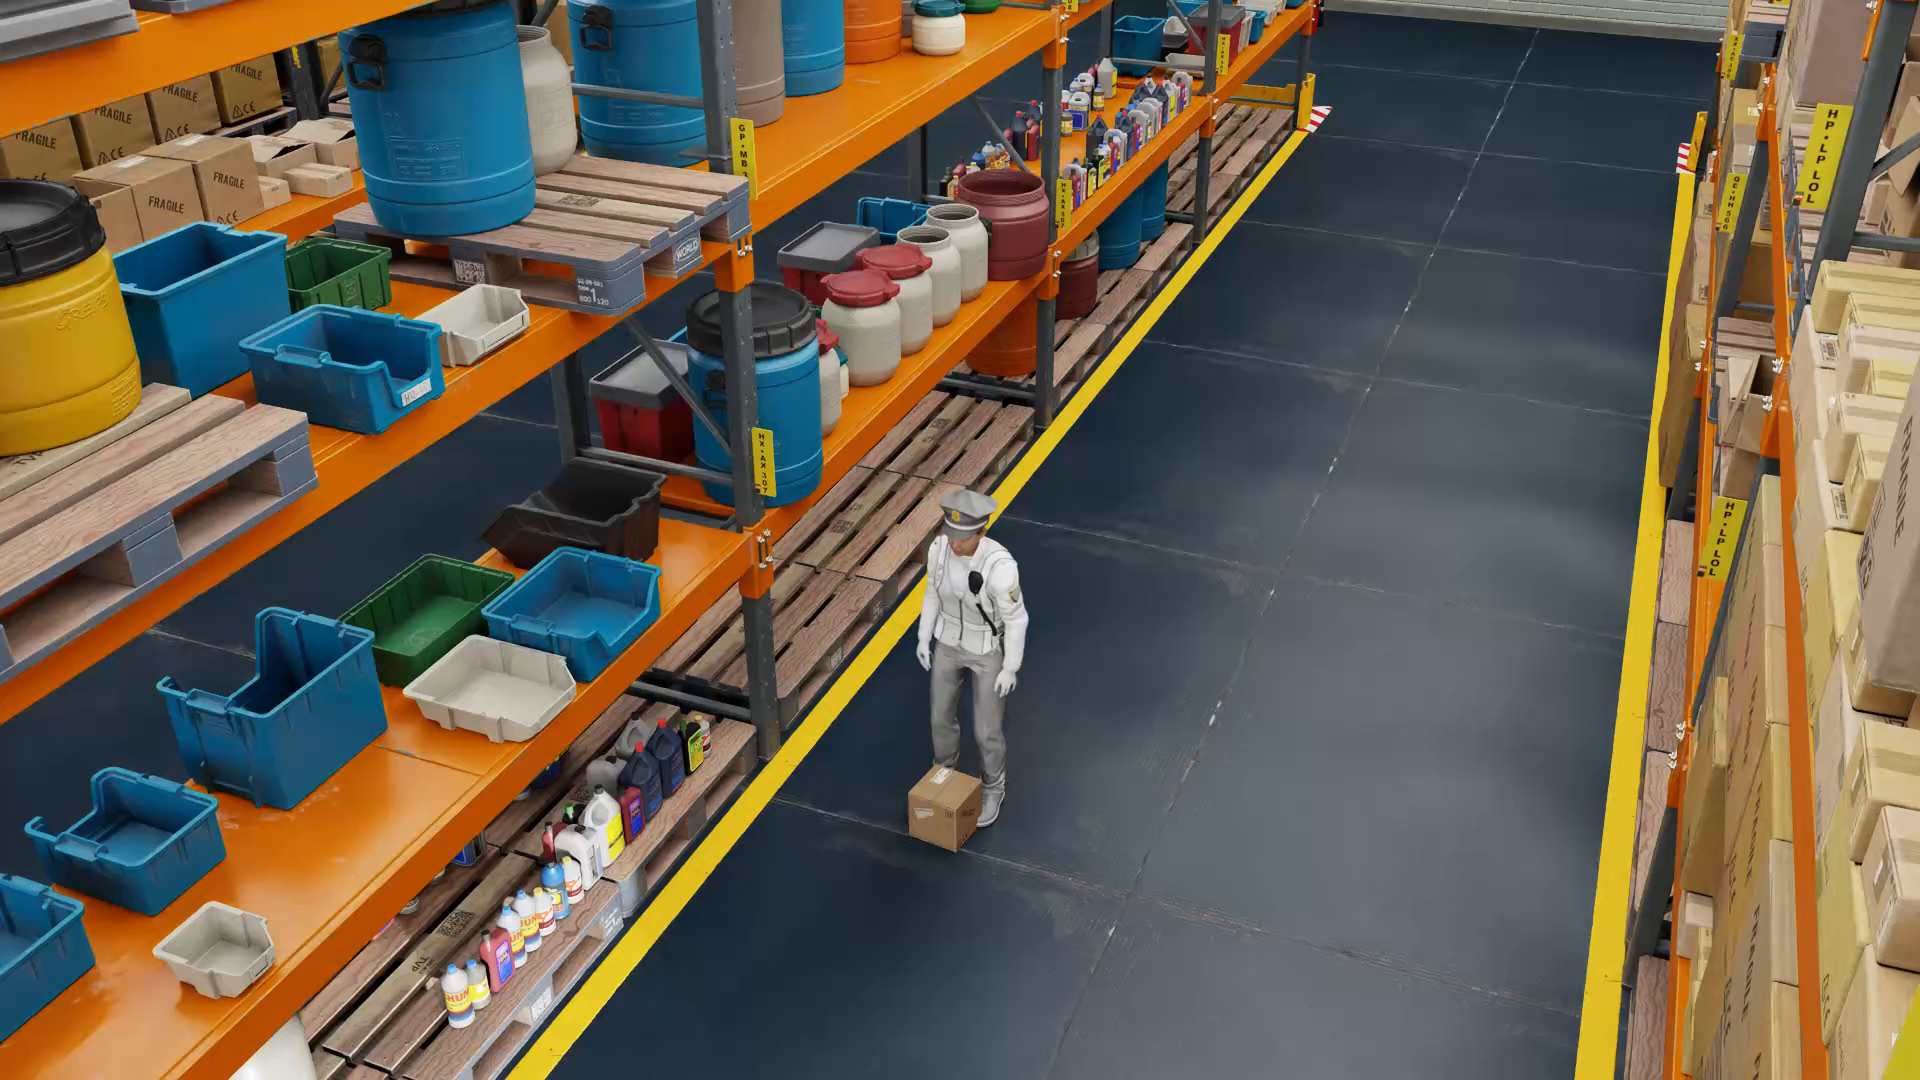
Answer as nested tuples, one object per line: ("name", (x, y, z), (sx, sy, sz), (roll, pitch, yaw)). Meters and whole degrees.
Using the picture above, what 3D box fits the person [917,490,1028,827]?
("person", (0.045, 0.514, 7.490), (0.529, 1.663, 0.373), (17, 34, 27))
